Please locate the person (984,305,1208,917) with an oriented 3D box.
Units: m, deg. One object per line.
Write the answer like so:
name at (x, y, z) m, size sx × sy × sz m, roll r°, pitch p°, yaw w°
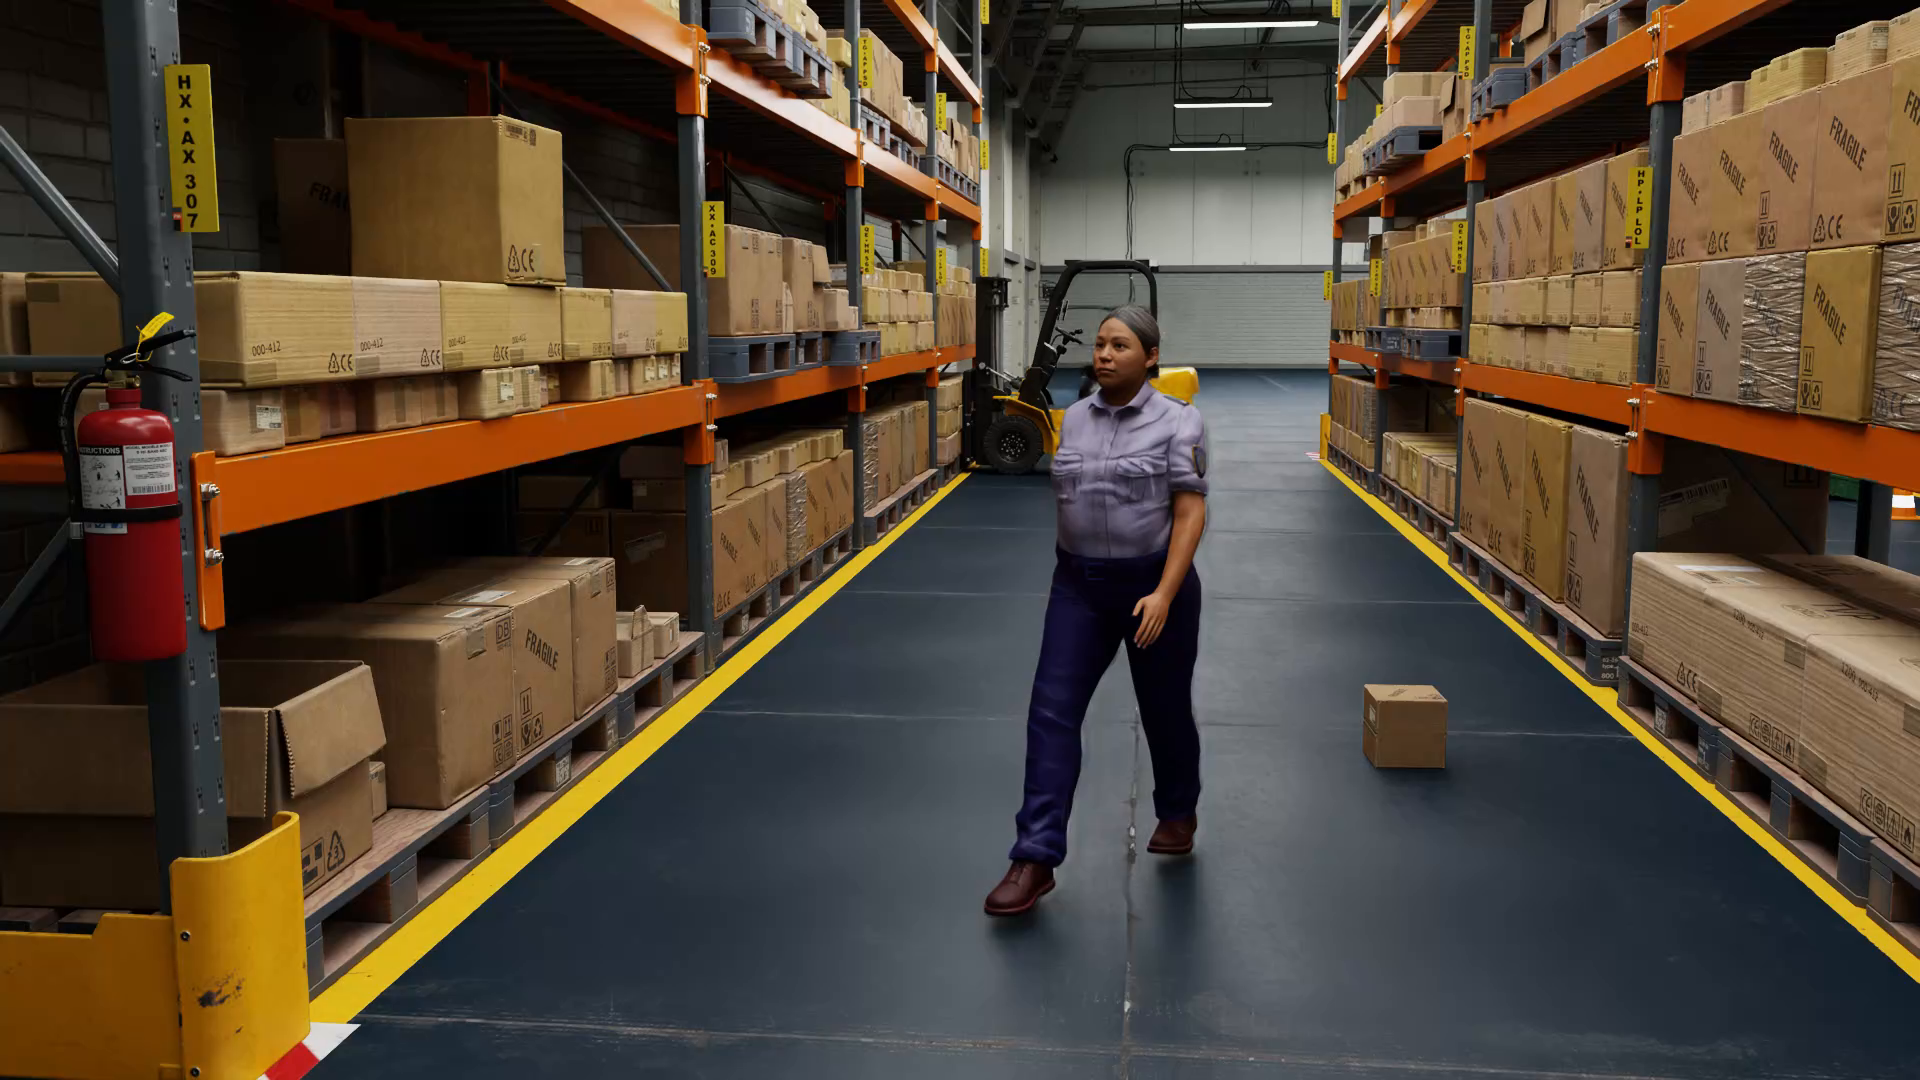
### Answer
person at (0.428, 0.157, 4.582) m, size 0.495 × 1.595 × 0.972 m, roll 4°, pitch 9°, yaw 27°
